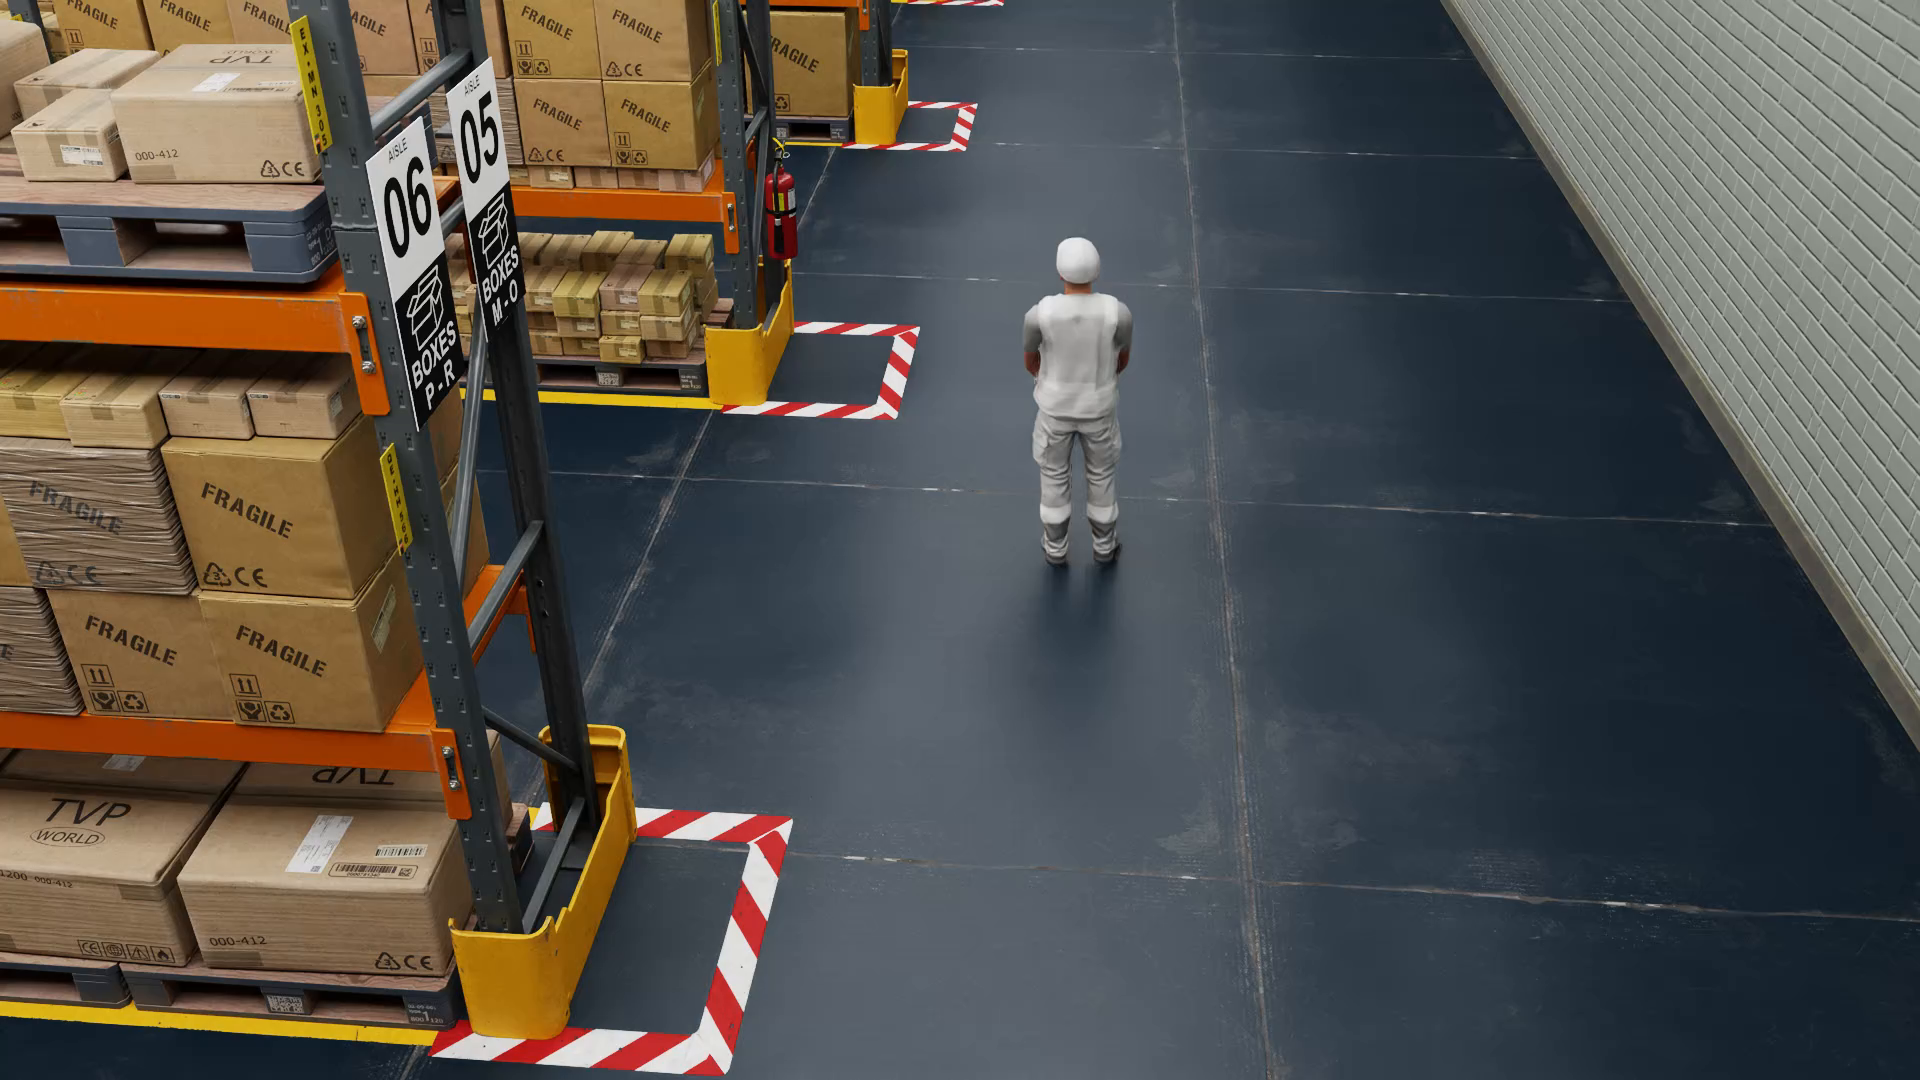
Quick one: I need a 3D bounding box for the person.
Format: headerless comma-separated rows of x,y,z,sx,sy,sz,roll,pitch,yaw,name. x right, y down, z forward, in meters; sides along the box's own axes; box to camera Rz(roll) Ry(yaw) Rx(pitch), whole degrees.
0.576,-0.687,8.221,0.532,1.794,0.498,1,32,2,person
